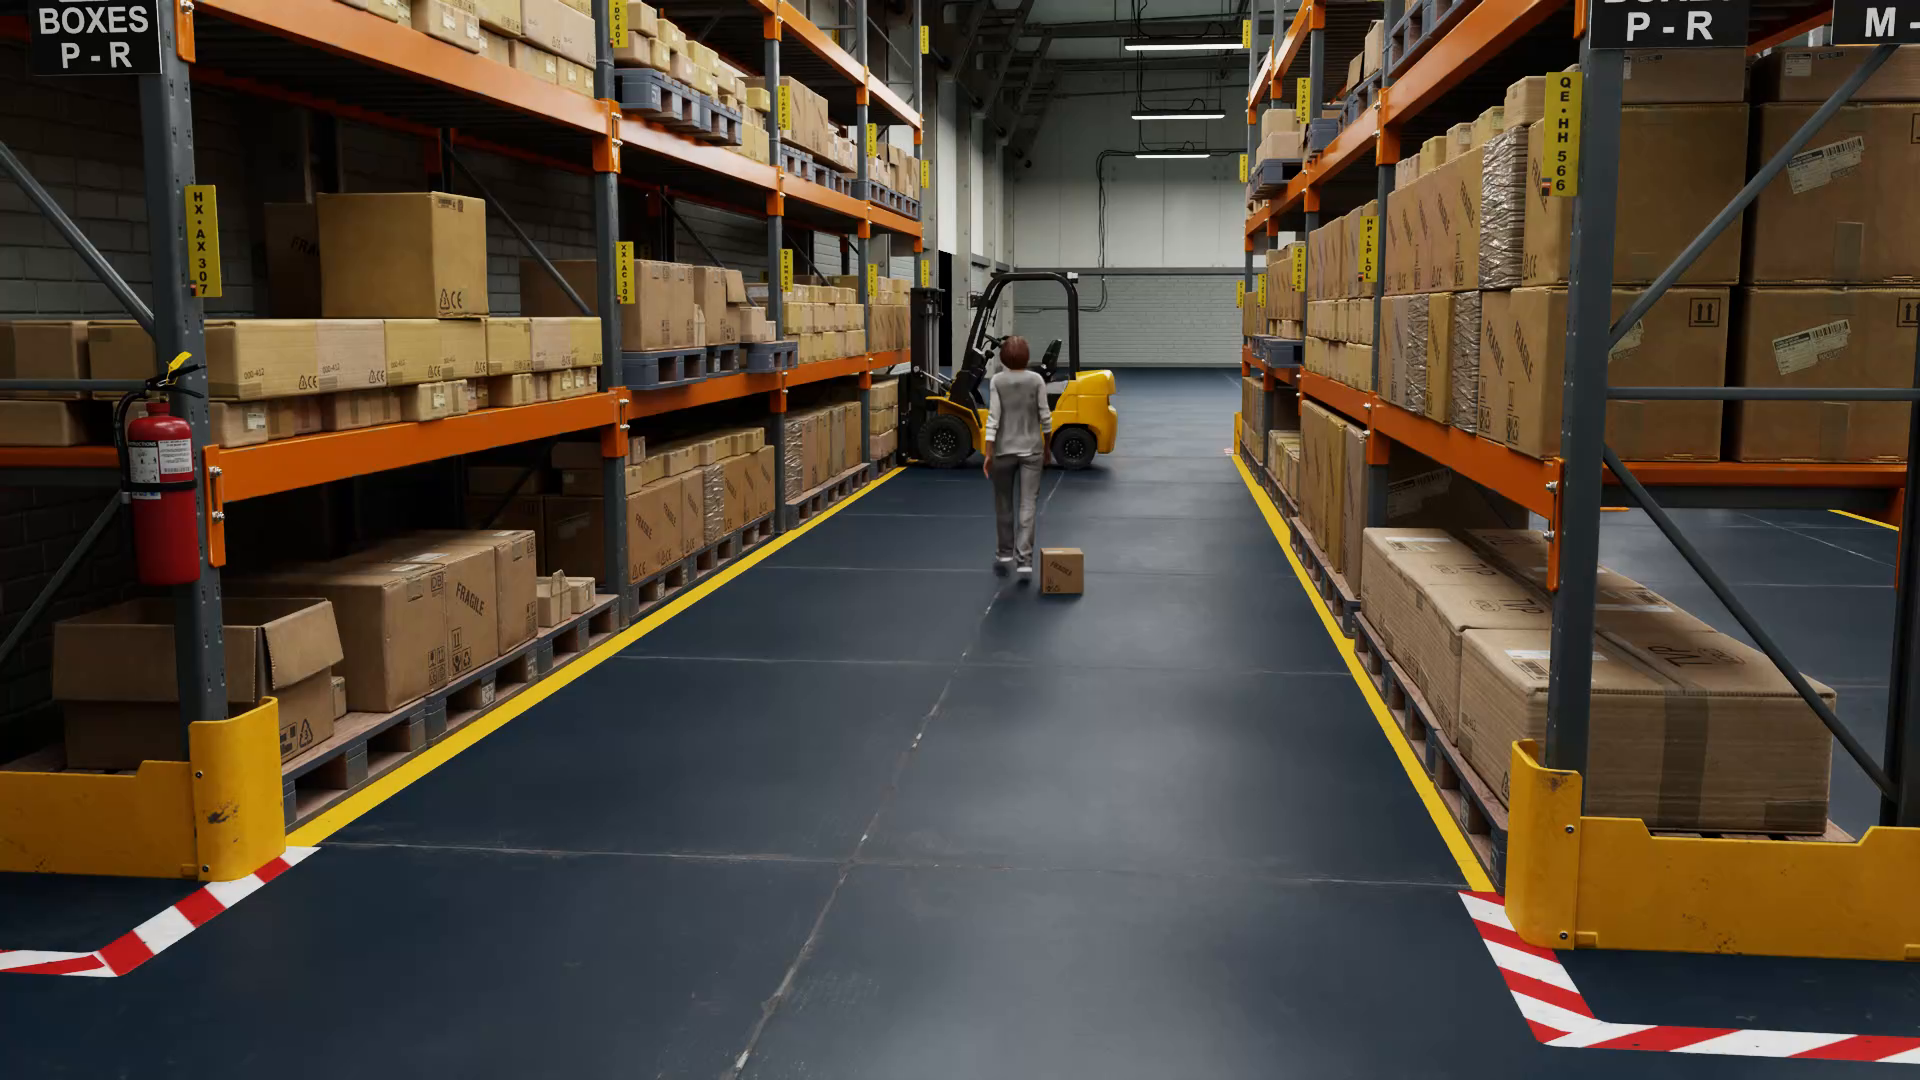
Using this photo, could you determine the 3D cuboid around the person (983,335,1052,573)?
[{"bbox_3d":[0.389,-0.583,11.009,0.444,1.545,0.900,1,8,4],"label":"person"}]
